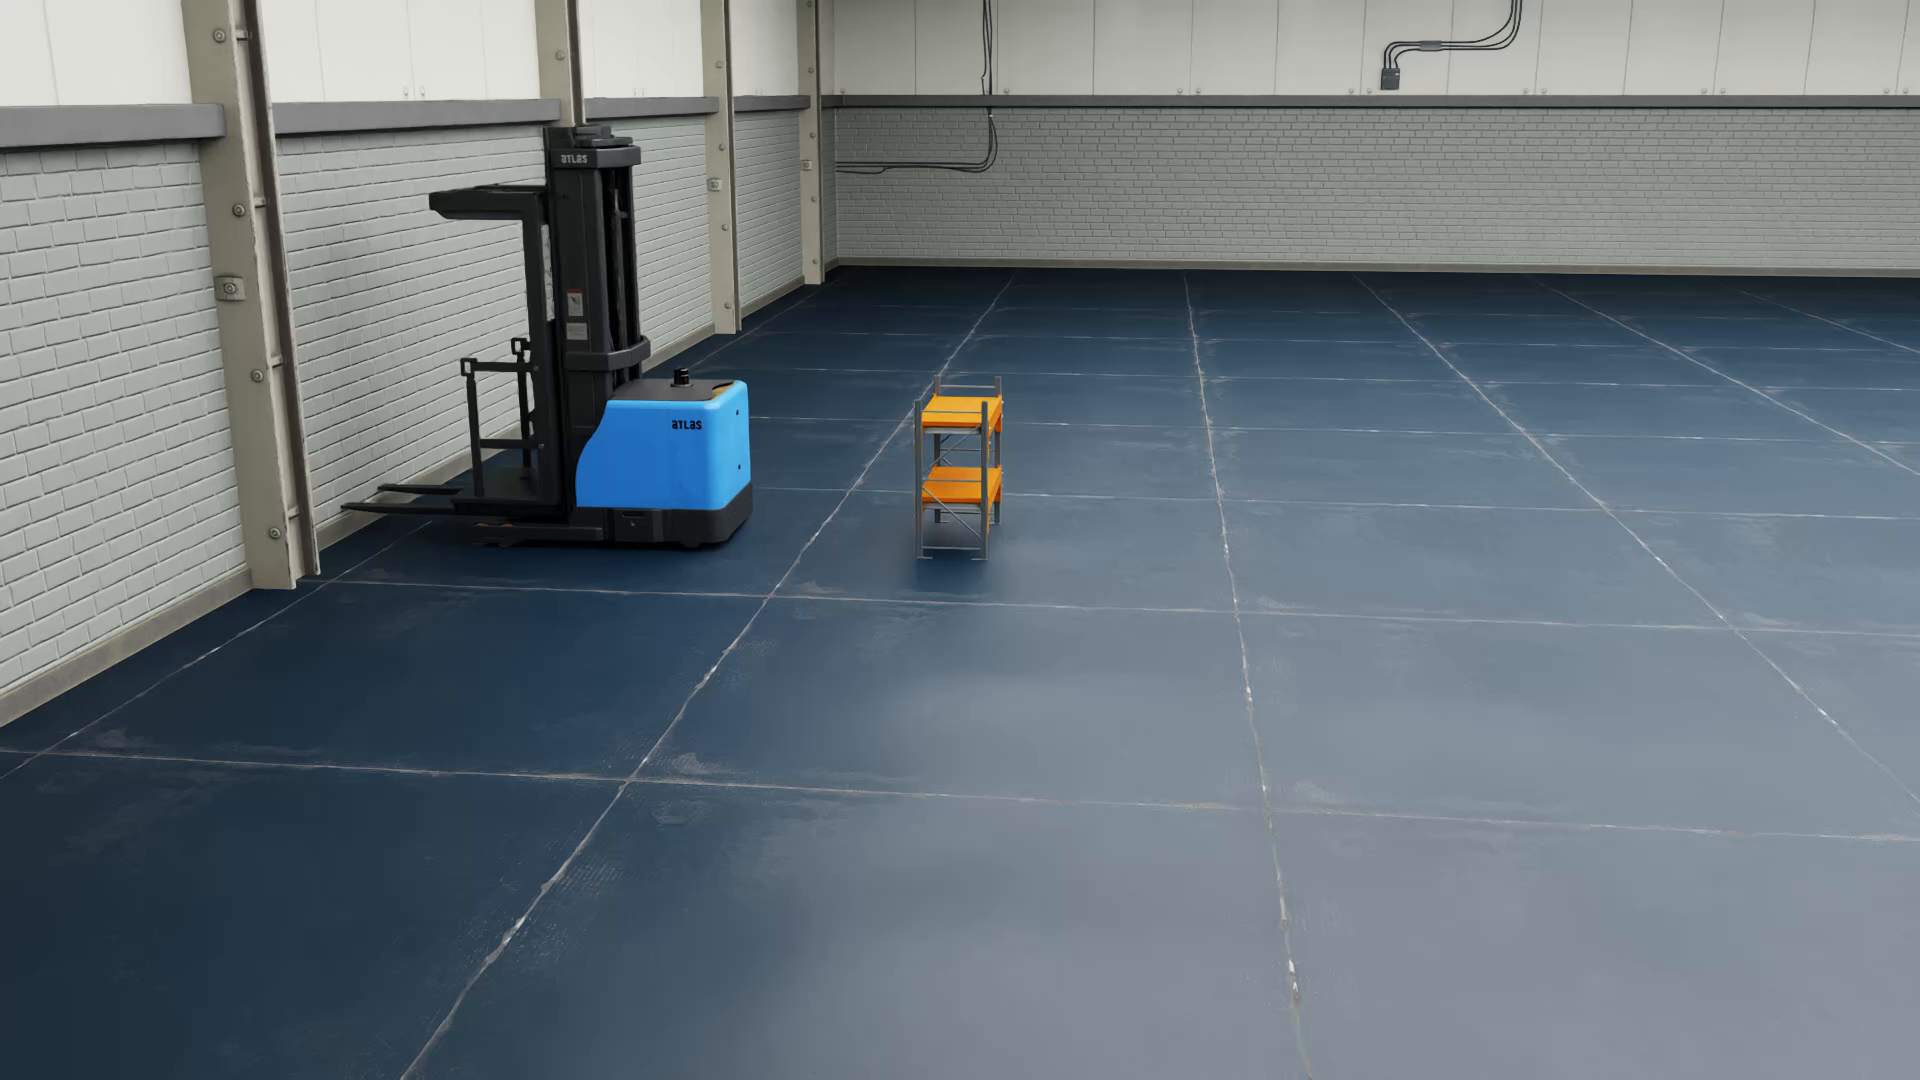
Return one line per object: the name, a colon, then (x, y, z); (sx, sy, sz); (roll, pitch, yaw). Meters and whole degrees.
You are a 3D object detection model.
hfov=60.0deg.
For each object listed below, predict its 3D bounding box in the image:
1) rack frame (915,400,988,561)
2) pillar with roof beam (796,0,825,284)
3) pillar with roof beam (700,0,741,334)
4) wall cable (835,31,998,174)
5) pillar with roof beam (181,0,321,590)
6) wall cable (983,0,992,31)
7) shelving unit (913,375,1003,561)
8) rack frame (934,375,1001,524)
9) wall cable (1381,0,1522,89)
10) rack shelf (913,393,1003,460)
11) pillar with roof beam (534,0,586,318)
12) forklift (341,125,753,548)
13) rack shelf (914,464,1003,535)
rack frame: (-0.058, -0.409, 11.521); (0.500, 1.125, 0.032); (2, 15, 6)
pillar with roof beam: (1.778, -8.615, 26.783); (9.100, 9.000, 0.400); (2, 15, 6)
pillar with roof beam: (1.101, -7.059, 21.028); (9.100, 9.000, 0.400); (2, 15, 6)
wall cable: (-0.853, -7.968, 30.339); (3.097, 2.526, 0.112); (2, 15, 6)
pillar with roof beam: (-0.253, -3.947, 9.518); (9.100, 9.000, 0.400); (2, 15, 6)
wall cable: (1.835, -10.326, 29.385); (3.097, 2.526, 0.112); (2, 15, 6)
shelving unit: (-0.001, -0.541, 12.009); (0.538, 1.125, 1.048); (2, 15, 6)
rack frame: (0.057, -0.673, 12.496); (0.500, 1.125, 0.032); (2, 15, 6)
wall cable: (8.578, -10.825, 28.440); (2.305, 6.003, 0.169); (2, 15, 6)
rack shelf: (-0.001, -0.824, 11.932); (0.538, 0.278, 1.000); (2, 15, 6)
pillar with roof beam: (0.424, -5.503, 15.273); (9.100, 9.000, 0.400); (2, 15, 6)
forklift: (-3.131, -1.498, 12.088); (3.031, 2.935, 1.130); (2, 15, 6)
rack shelf: (-0.001, -0.305, 12.073); (0.538, 0.278, 1.000); (2, 15, 6)
